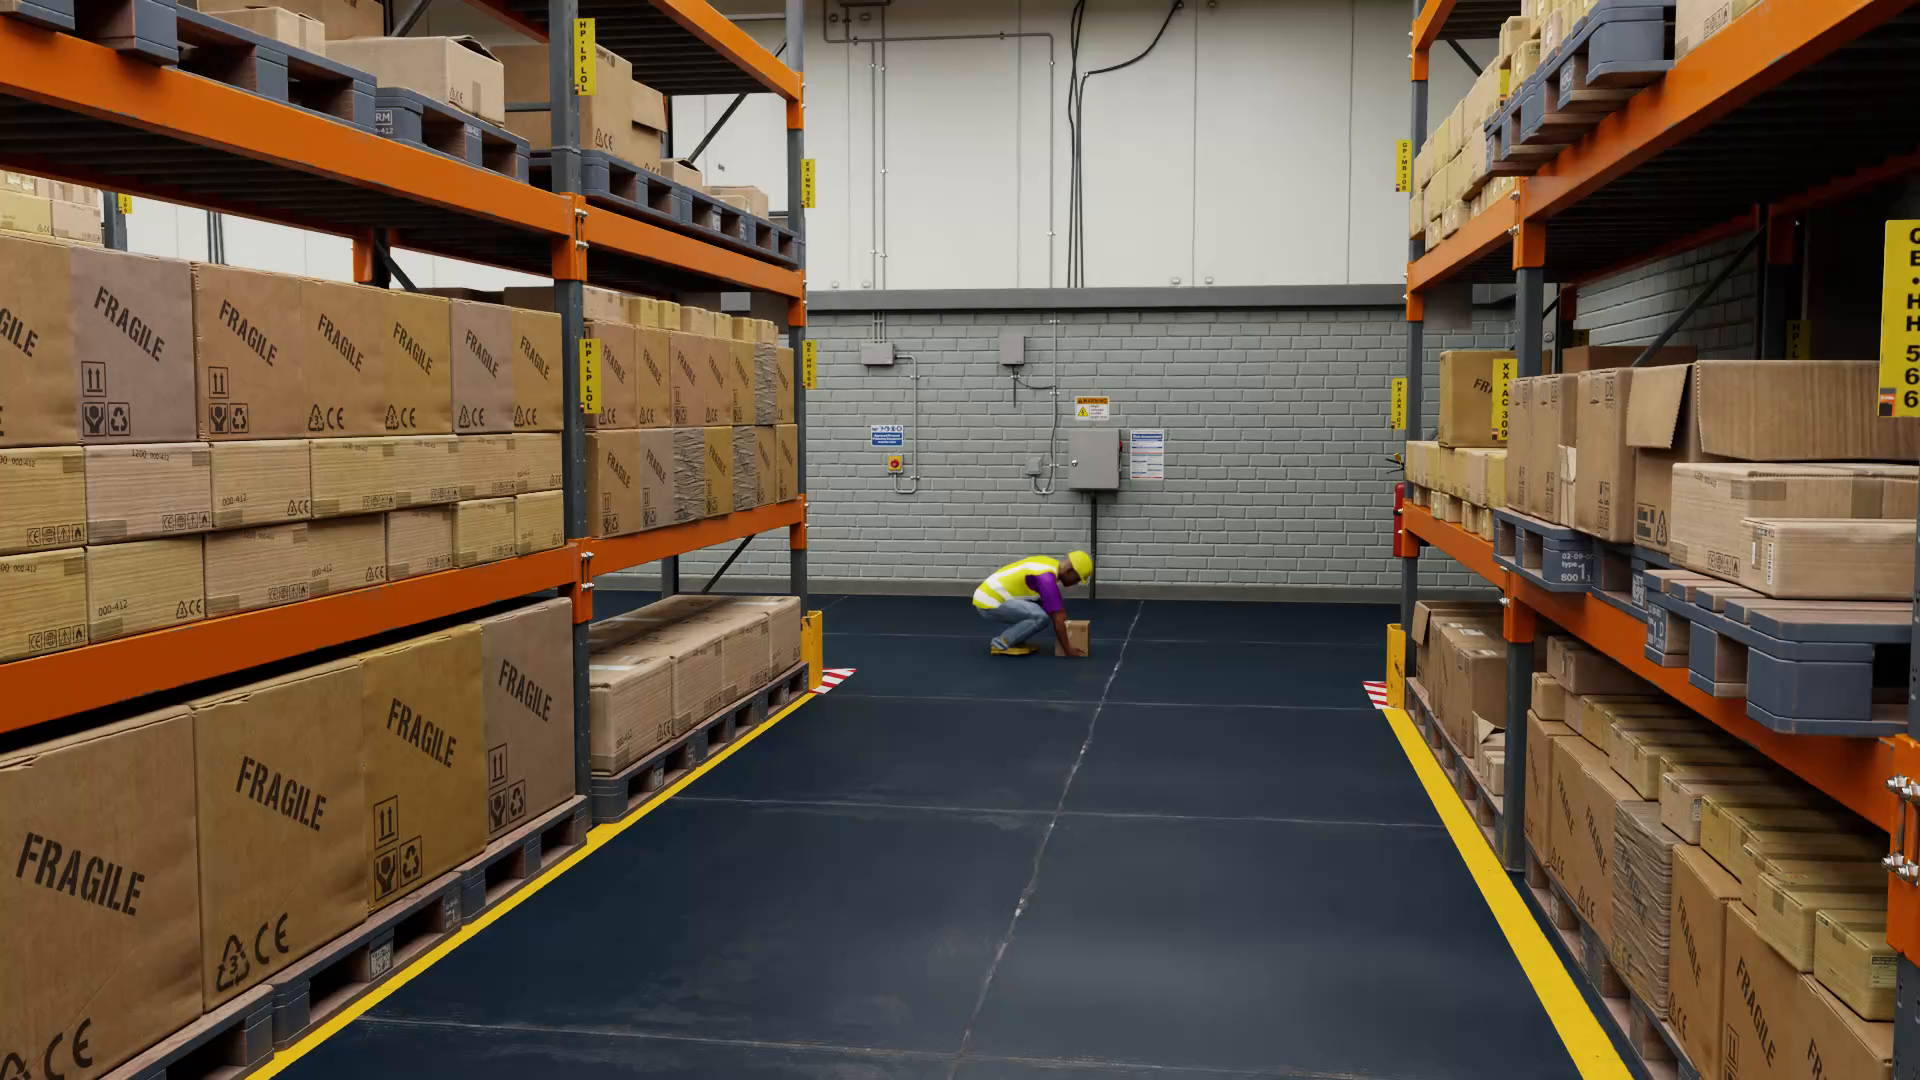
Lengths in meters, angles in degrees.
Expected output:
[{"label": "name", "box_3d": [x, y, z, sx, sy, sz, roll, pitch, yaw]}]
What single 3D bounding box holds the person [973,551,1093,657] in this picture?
[{"label": "person", "box_3d": [0.571, 0.526, 12.975, 0.925, 0.883, 0.549, 1, 4, 8]}]
